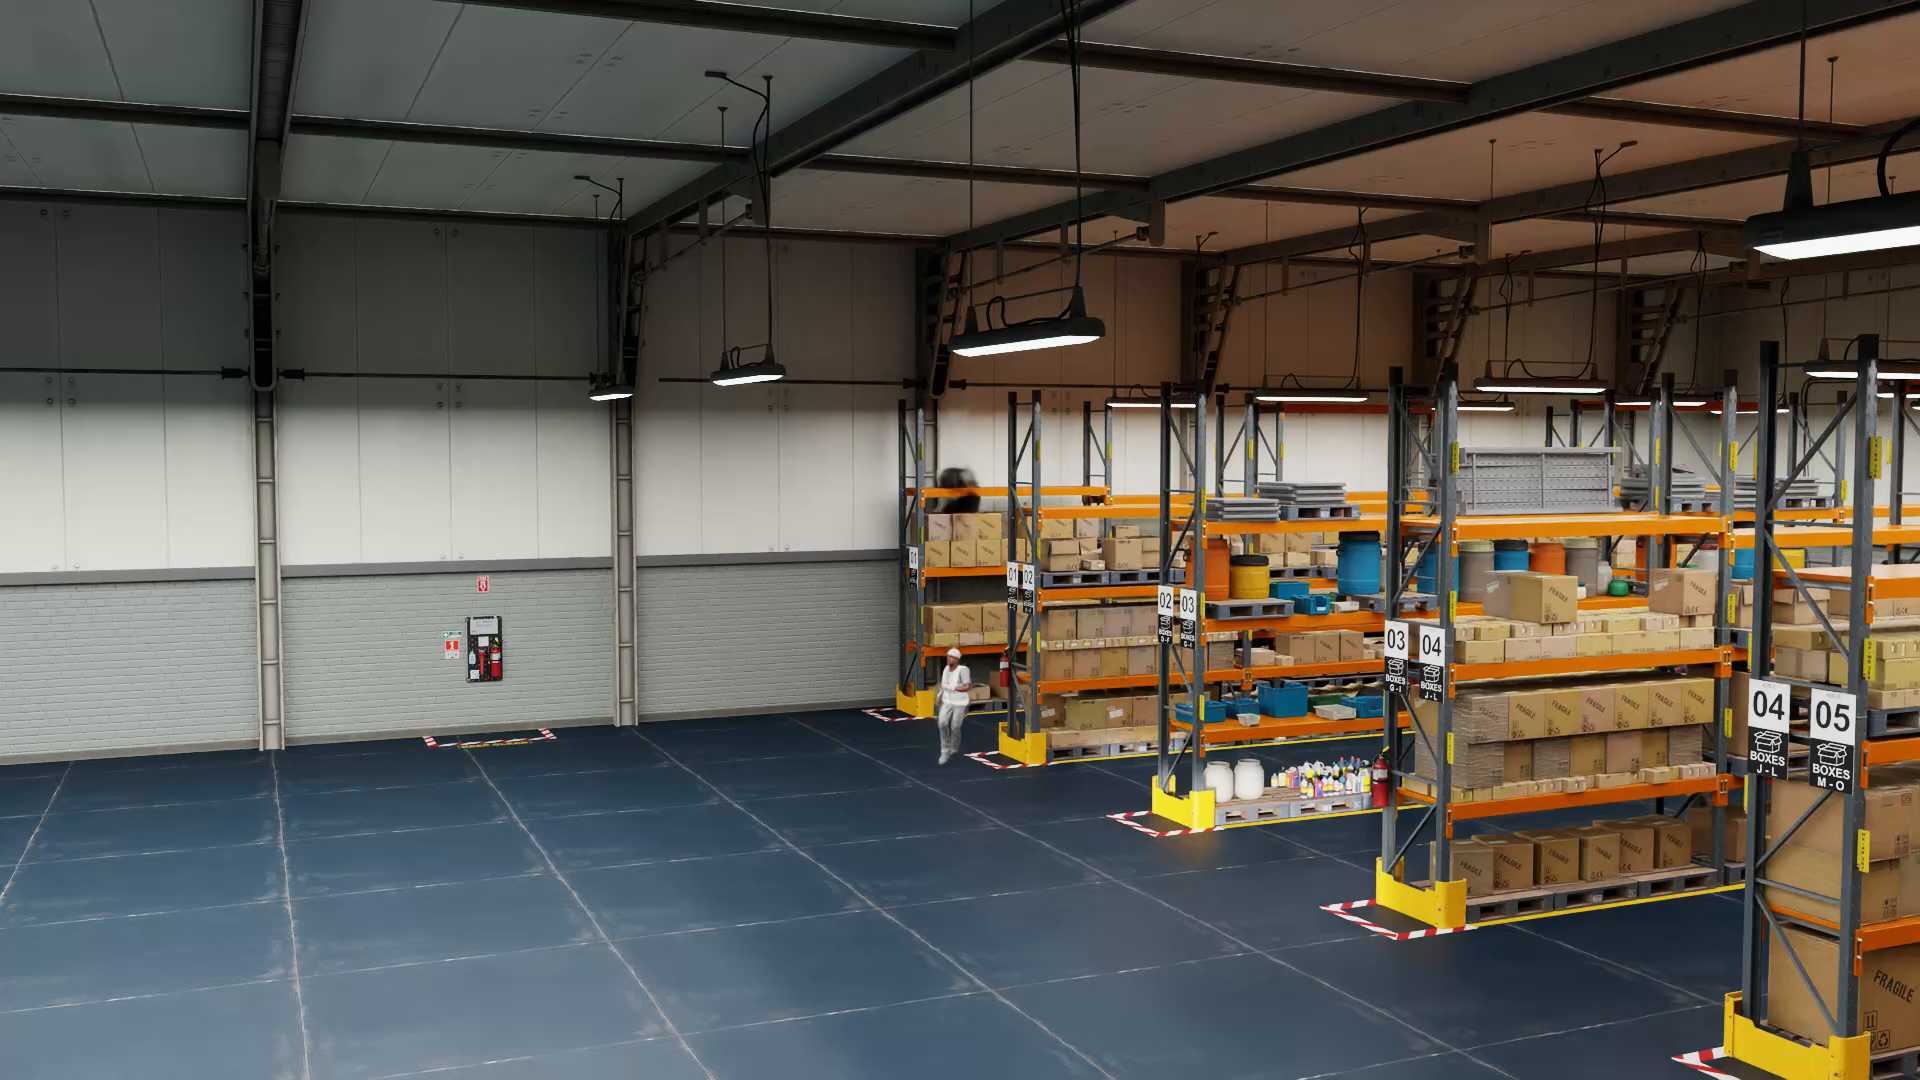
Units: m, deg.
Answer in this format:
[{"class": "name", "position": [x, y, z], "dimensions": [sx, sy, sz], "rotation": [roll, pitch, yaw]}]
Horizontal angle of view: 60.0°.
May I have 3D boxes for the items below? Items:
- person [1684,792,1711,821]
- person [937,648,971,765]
[{"class": "person", "position": [9.679, 2.988, 21.869], "dimensions": [0.889, 1.805, 0.610], "rotation": [-1, 4, -24]}, {"class": "person", "position": [-0.119, 2.586, 26.052], "dimensions": [0.728, 1.783, 0.692], "rotation": [2, 4, 25]}]
